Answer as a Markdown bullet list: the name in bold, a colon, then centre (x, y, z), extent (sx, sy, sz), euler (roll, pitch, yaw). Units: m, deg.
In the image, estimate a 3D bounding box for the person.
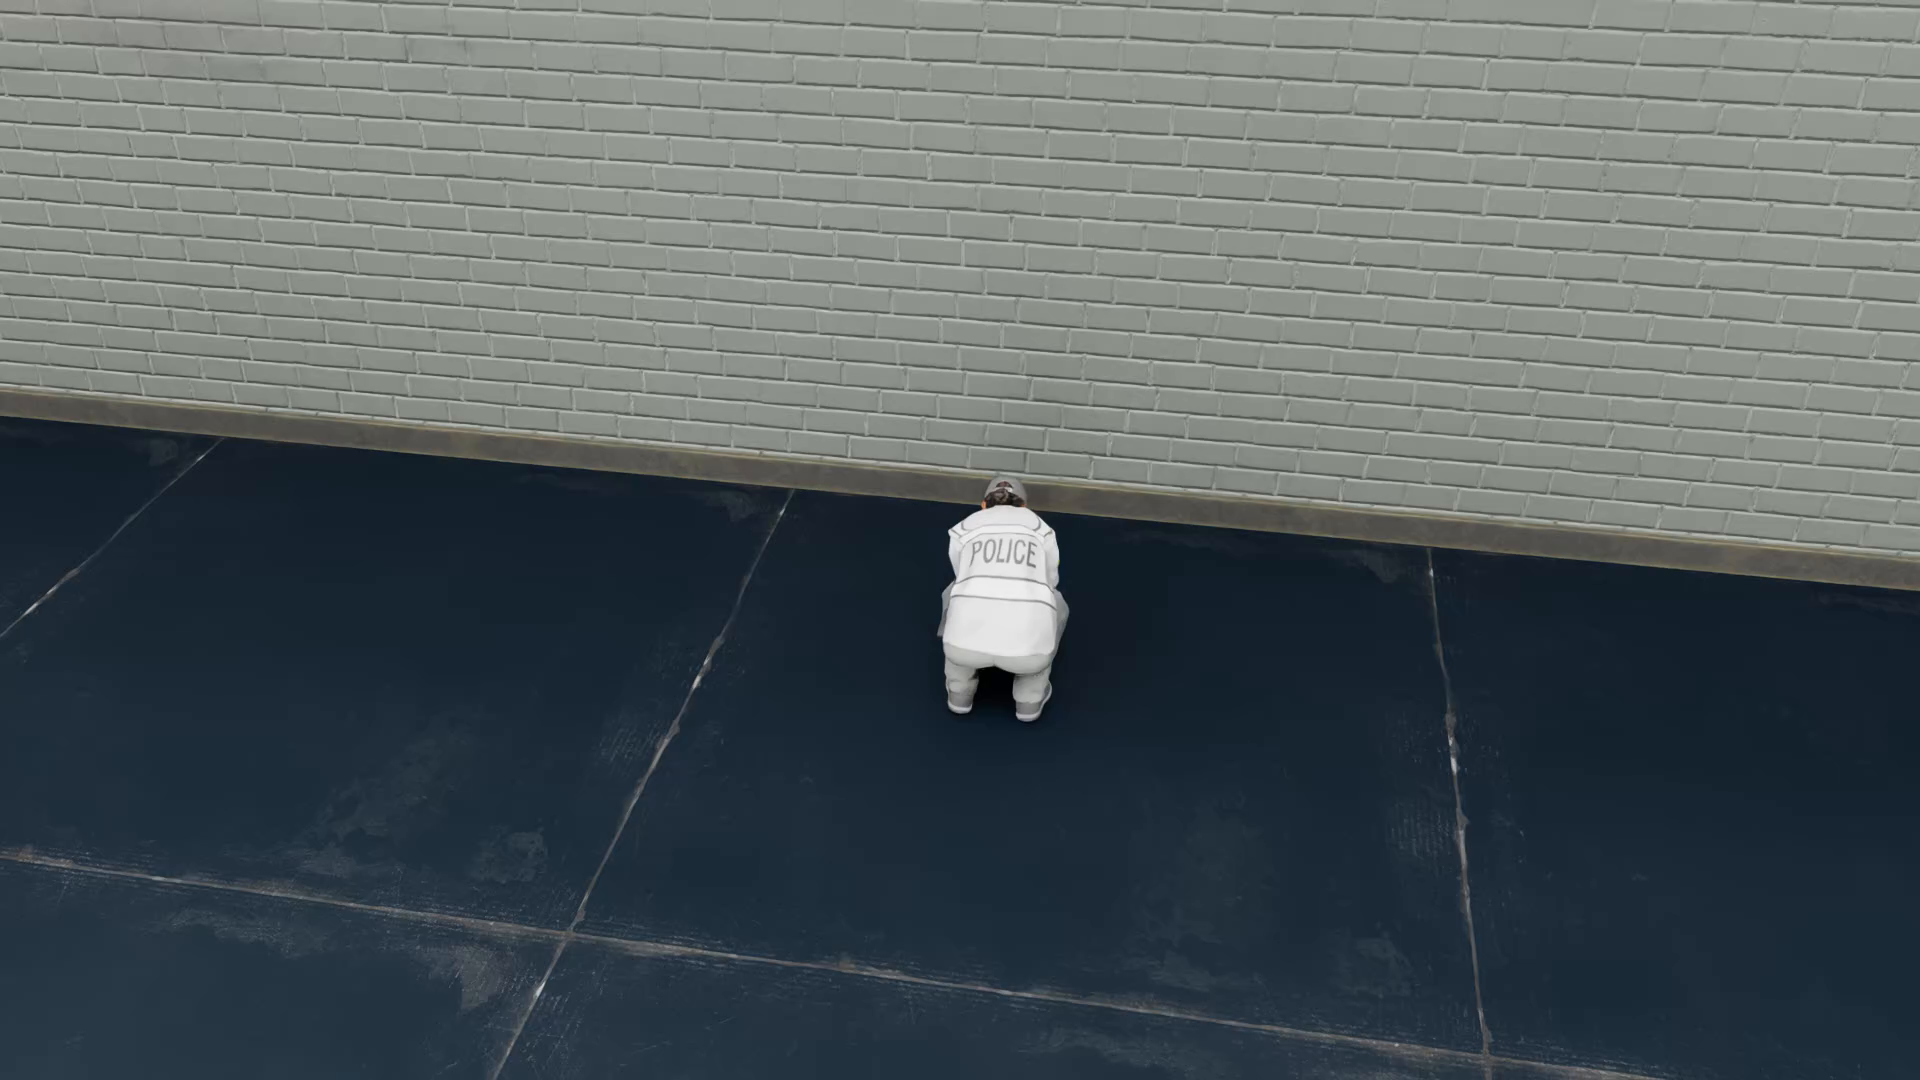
- **person**: centre (0.180, 0.273, 6.631), extent (0.500, 0.803, 0.907), euler (5, 33, 7)
